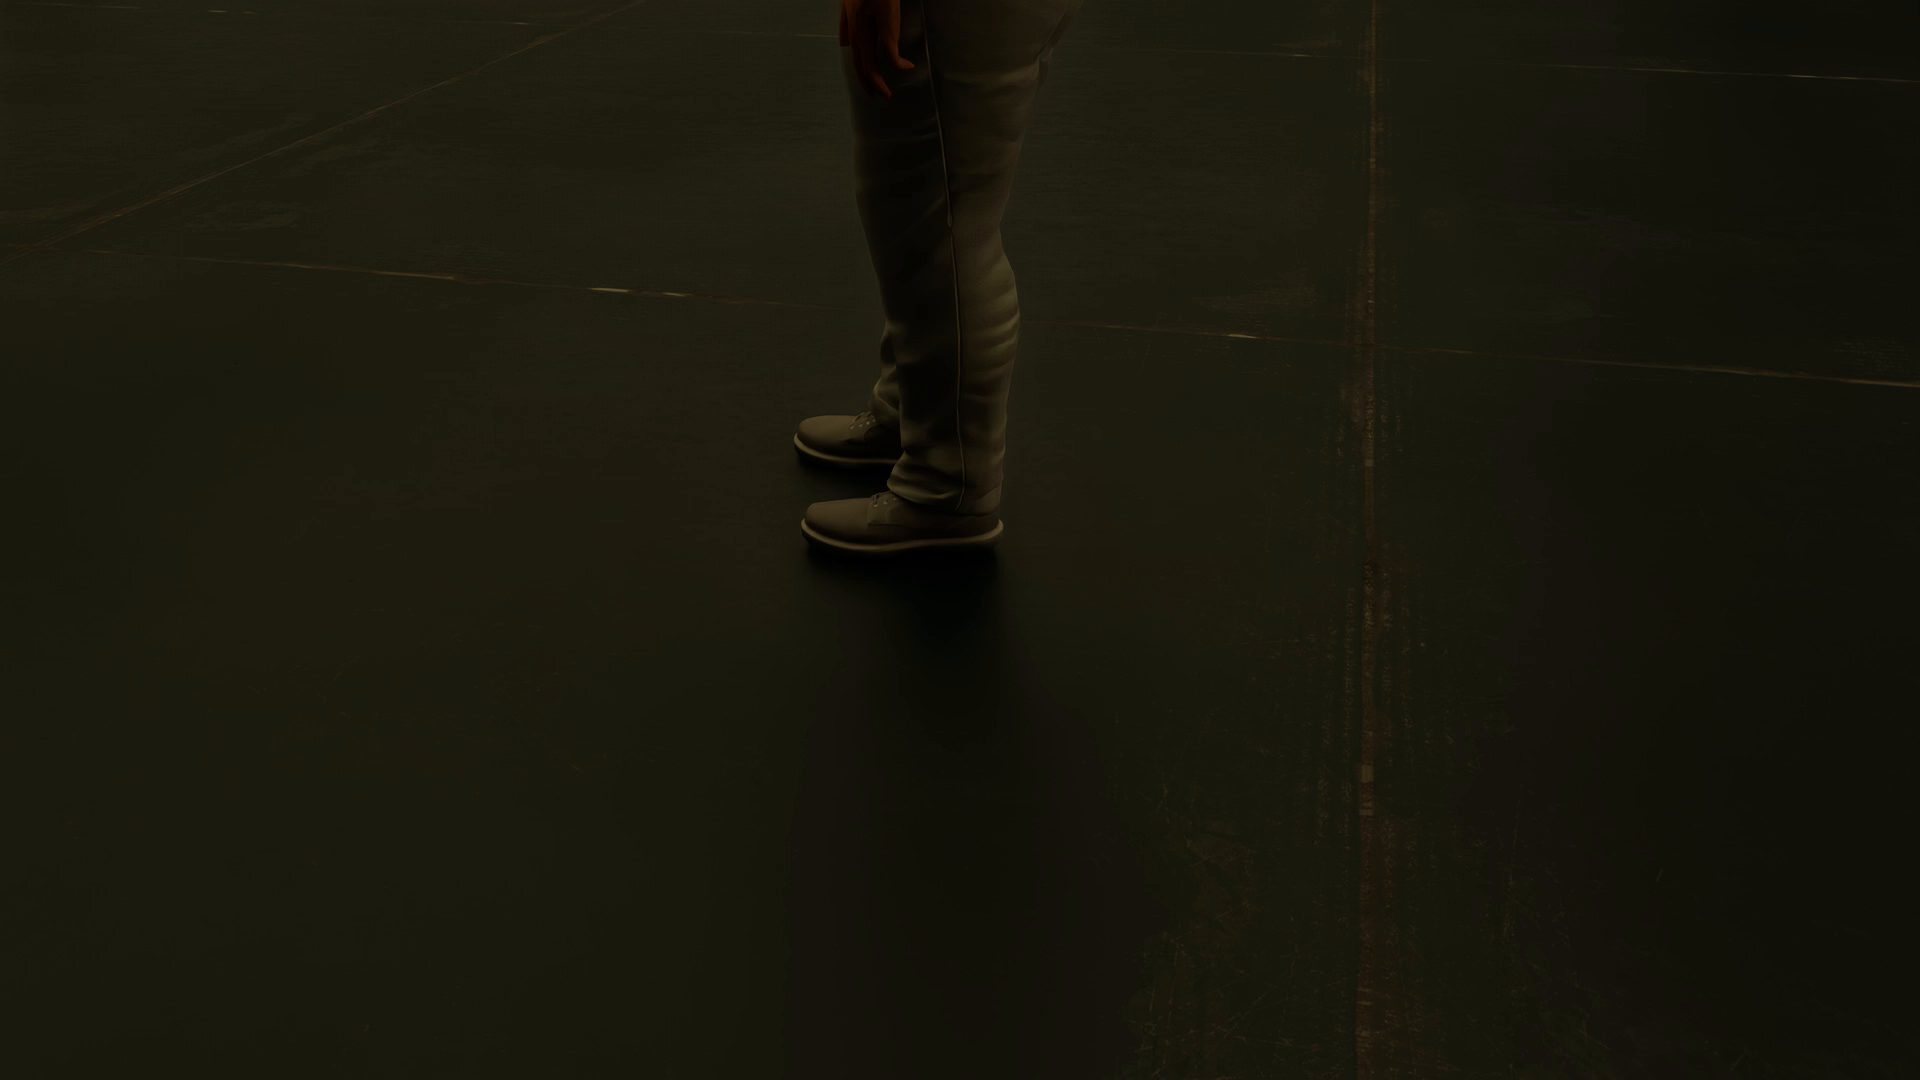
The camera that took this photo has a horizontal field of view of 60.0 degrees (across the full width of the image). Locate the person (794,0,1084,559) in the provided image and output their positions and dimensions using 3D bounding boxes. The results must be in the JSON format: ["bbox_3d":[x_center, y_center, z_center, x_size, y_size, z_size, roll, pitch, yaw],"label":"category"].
[{"bbox_3d":[-0.070,-0.768,2.157,0.529,1.670,0.598,6,27,11],"label":"person"}]
